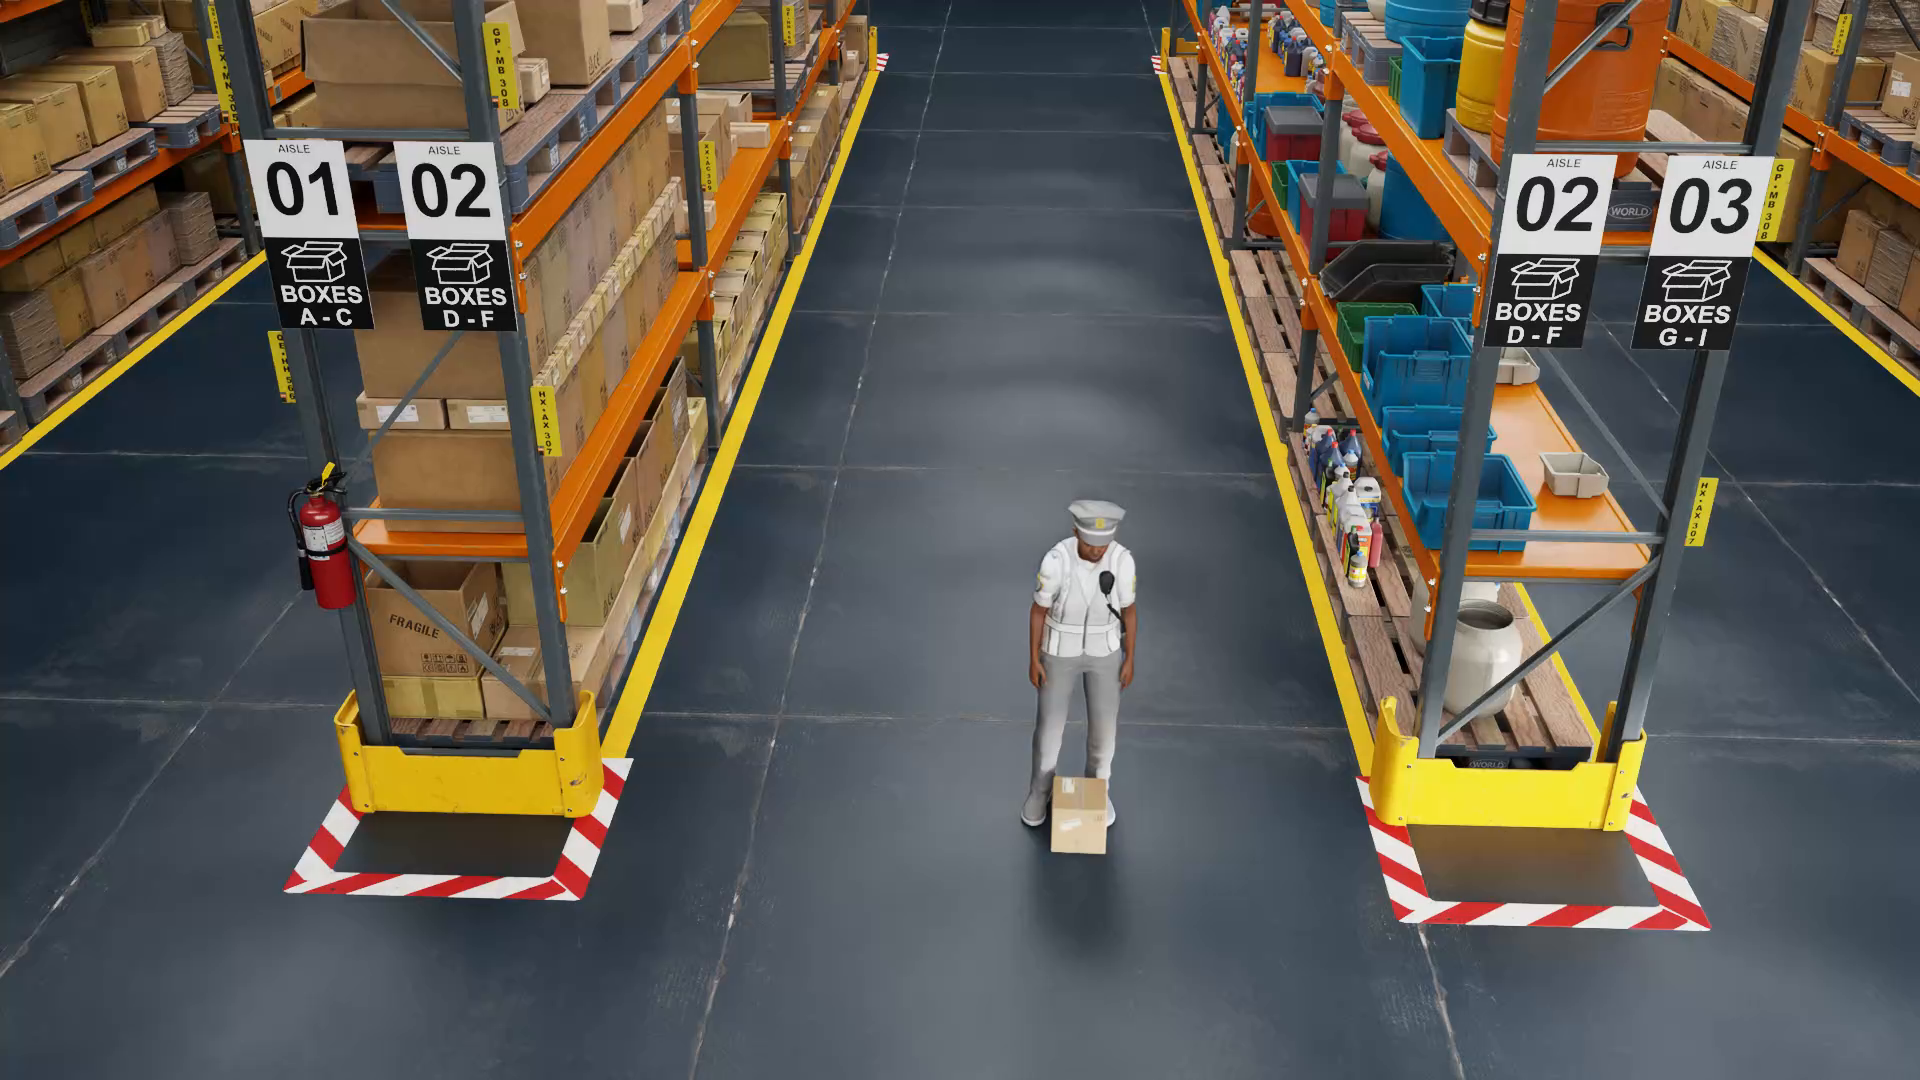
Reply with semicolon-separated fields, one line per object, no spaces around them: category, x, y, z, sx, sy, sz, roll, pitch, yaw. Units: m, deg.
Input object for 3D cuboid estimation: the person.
person;0.548;0.547;7.602;0.518;1.656;0.396;0;28;-1
